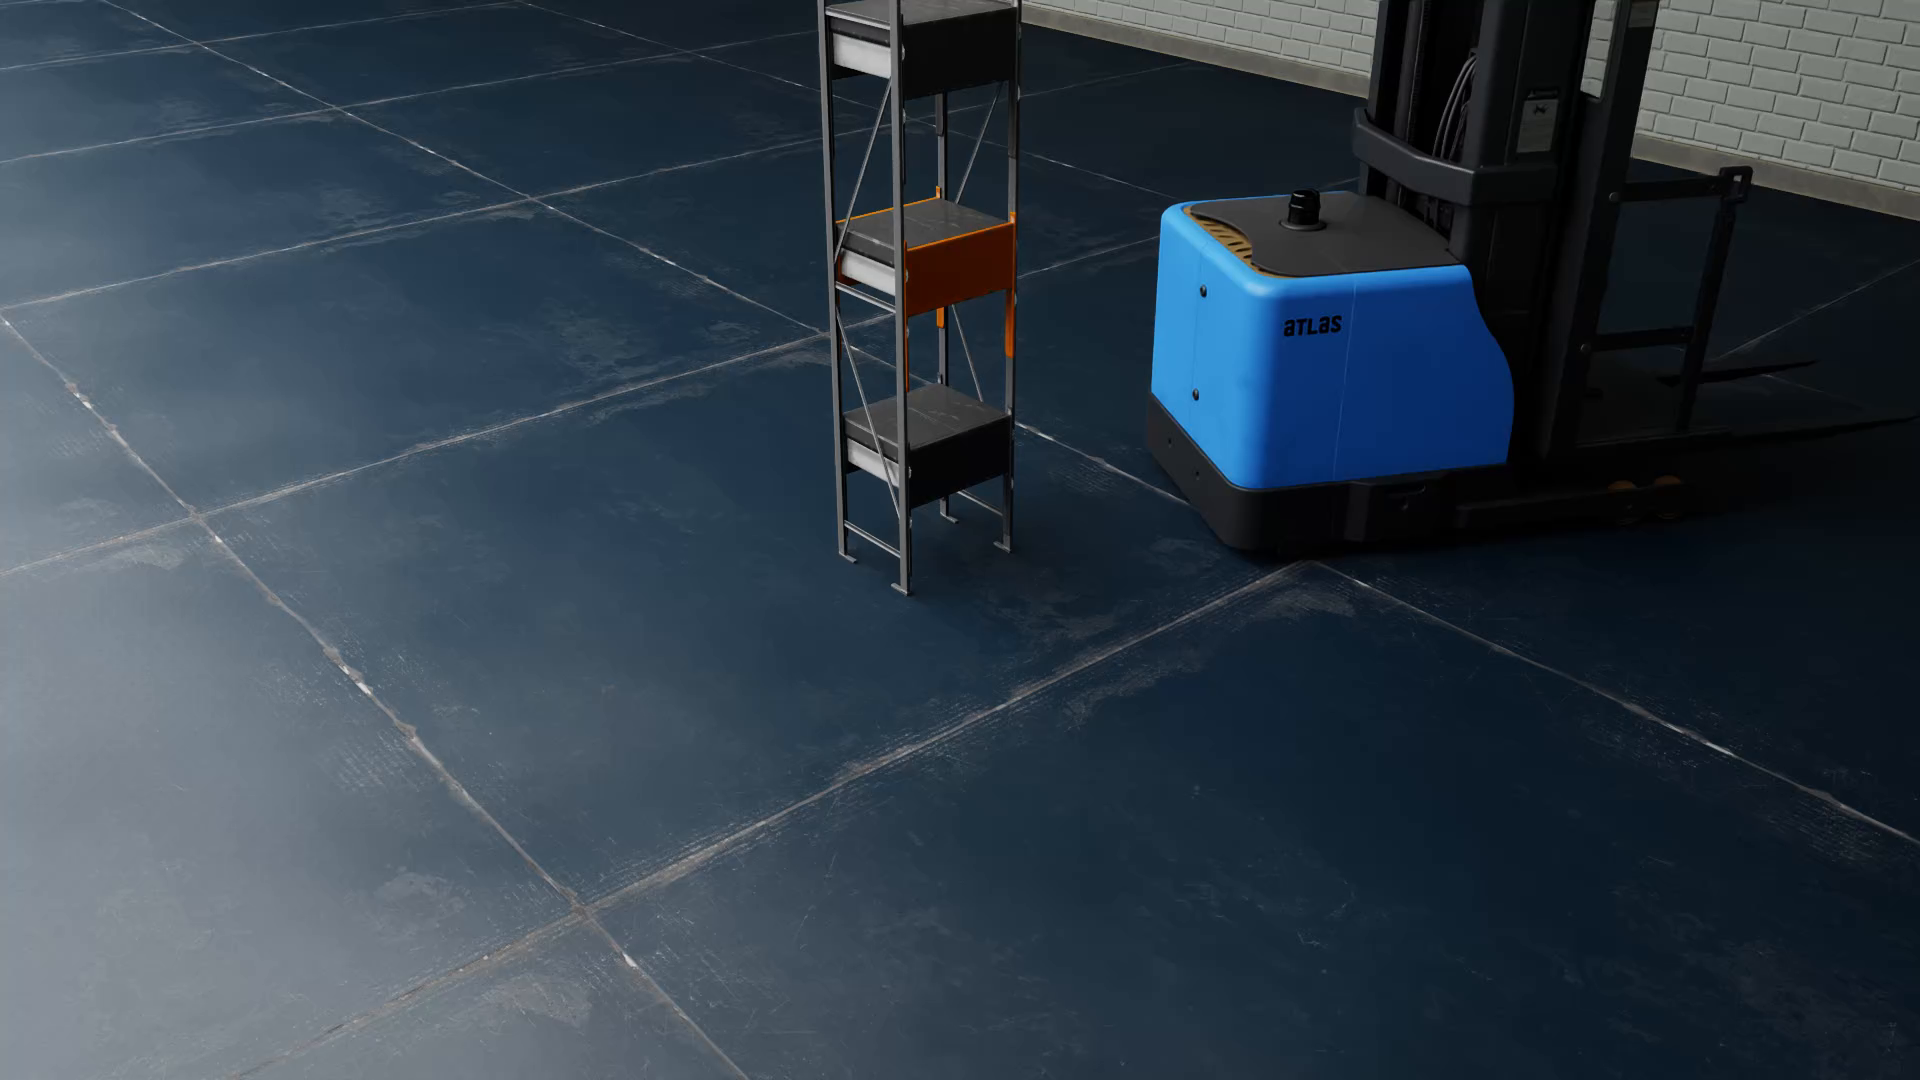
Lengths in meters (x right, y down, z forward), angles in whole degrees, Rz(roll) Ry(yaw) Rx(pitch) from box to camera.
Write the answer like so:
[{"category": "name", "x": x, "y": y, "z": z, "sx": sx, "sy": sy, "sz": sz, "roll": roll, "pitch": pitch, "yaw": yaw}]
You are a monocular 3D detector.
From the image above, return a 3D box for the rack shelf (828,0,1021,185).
[{"category": "rack shelf", "x": -0.126, "y": -1.481, "z": 5.337, "sx": 0.480, "sy": 0.518, "sz": 0.431, "roll": -22, "pitch": 35, "yaw": -35}]

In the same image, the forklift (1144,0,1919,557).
[{"category": "forklift", "x": 2.332, "y": -1.586, "z": 6.109, "sx": 3.031, "sy": 2.935, "sz": 1.130, "roll": -6, "pitch": 29, "yaw": -12}]

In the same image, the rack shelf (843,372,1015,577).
[{"category": "rack shelf", "x": -0.126, "y": -0.246, "z": 5.997, "sx": 0.480, "sy": 0.518, "sz": 0.431, "roll": -22, "pitch": 35, "yaw": -35}]

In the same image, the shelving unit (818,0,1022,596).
[{"category": "shelving unit", "x": -0.126, "y": -0.875, "z": 5.660, "sx": 0.503, "sy": 2.100, "sz": 0.431, "roll": -22, "pitch": 35, "yaw": -35}]

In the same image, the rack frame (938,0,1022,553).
[{"category": "rack frame", "x": 0.060, "y": -0.950, "z": 5.800, "sx": 0.015, "sy": 2.100, "sz": 0.400, "roll": -22, "pitch": 35, "yaw": -35}]

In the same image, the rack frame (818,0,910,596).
[{"category": "rack frame", "x": -0.312, "y": -0.801, "z": 5.521, "sx": 0.015, "sy": 2.100, "sz": 0.400, "roll": -22, "pitch": 35, "yaw": -35}]

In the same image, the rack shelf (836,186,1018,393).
[{"category": "rack shelf", "x": -0.126, "y": -0.863, "z": 5.667, "sx": 0.480, "sy": 0.518, "sz": 0.431, "roll": -22, "pitch": 35, "yaw": -35}]
